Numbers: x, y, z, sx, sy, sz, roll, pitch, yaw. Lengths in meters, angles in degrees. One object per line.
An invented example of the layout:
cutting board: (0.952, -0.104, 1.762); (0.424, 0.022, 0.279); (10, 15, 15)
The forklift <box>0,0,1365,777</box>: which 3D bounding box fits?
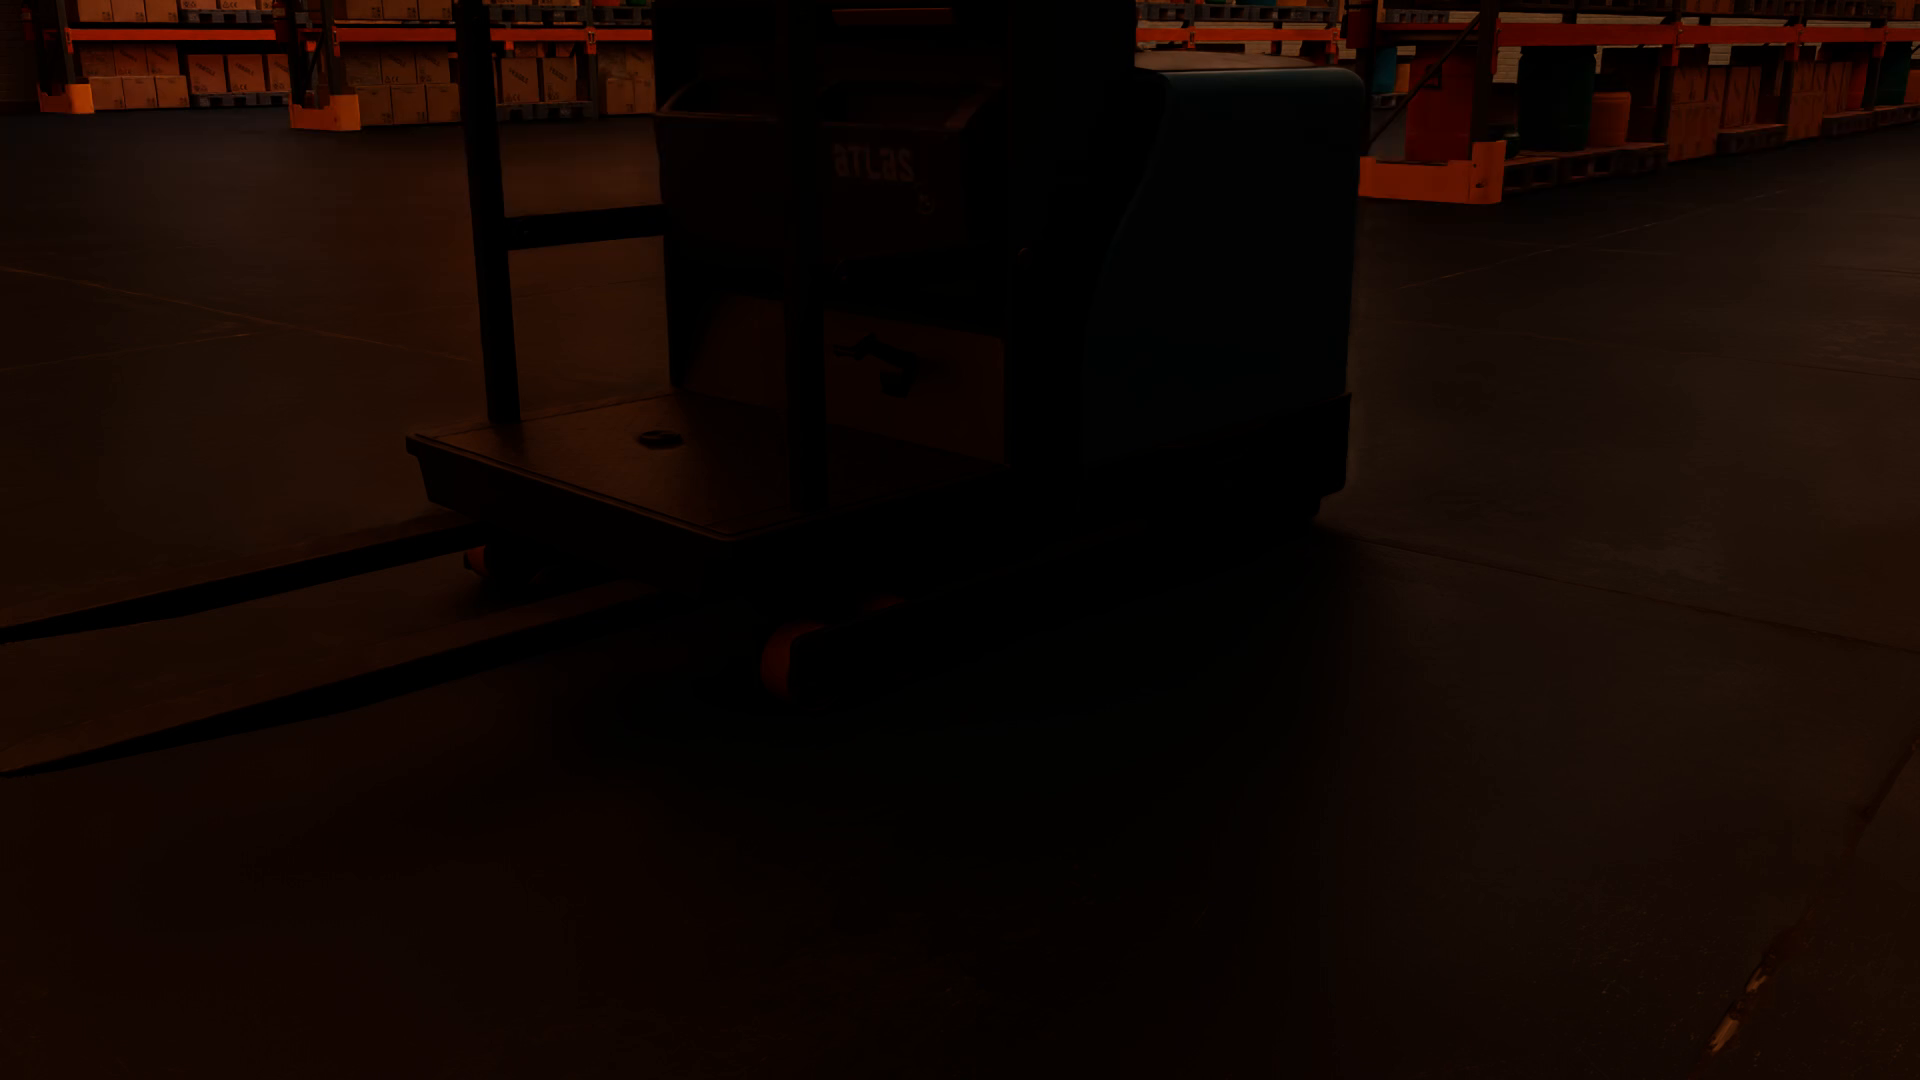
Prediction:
forklift: (-0.431, -1.266, 3.067); (1.130, 2.935, 3.031); (16, 23, 42)
